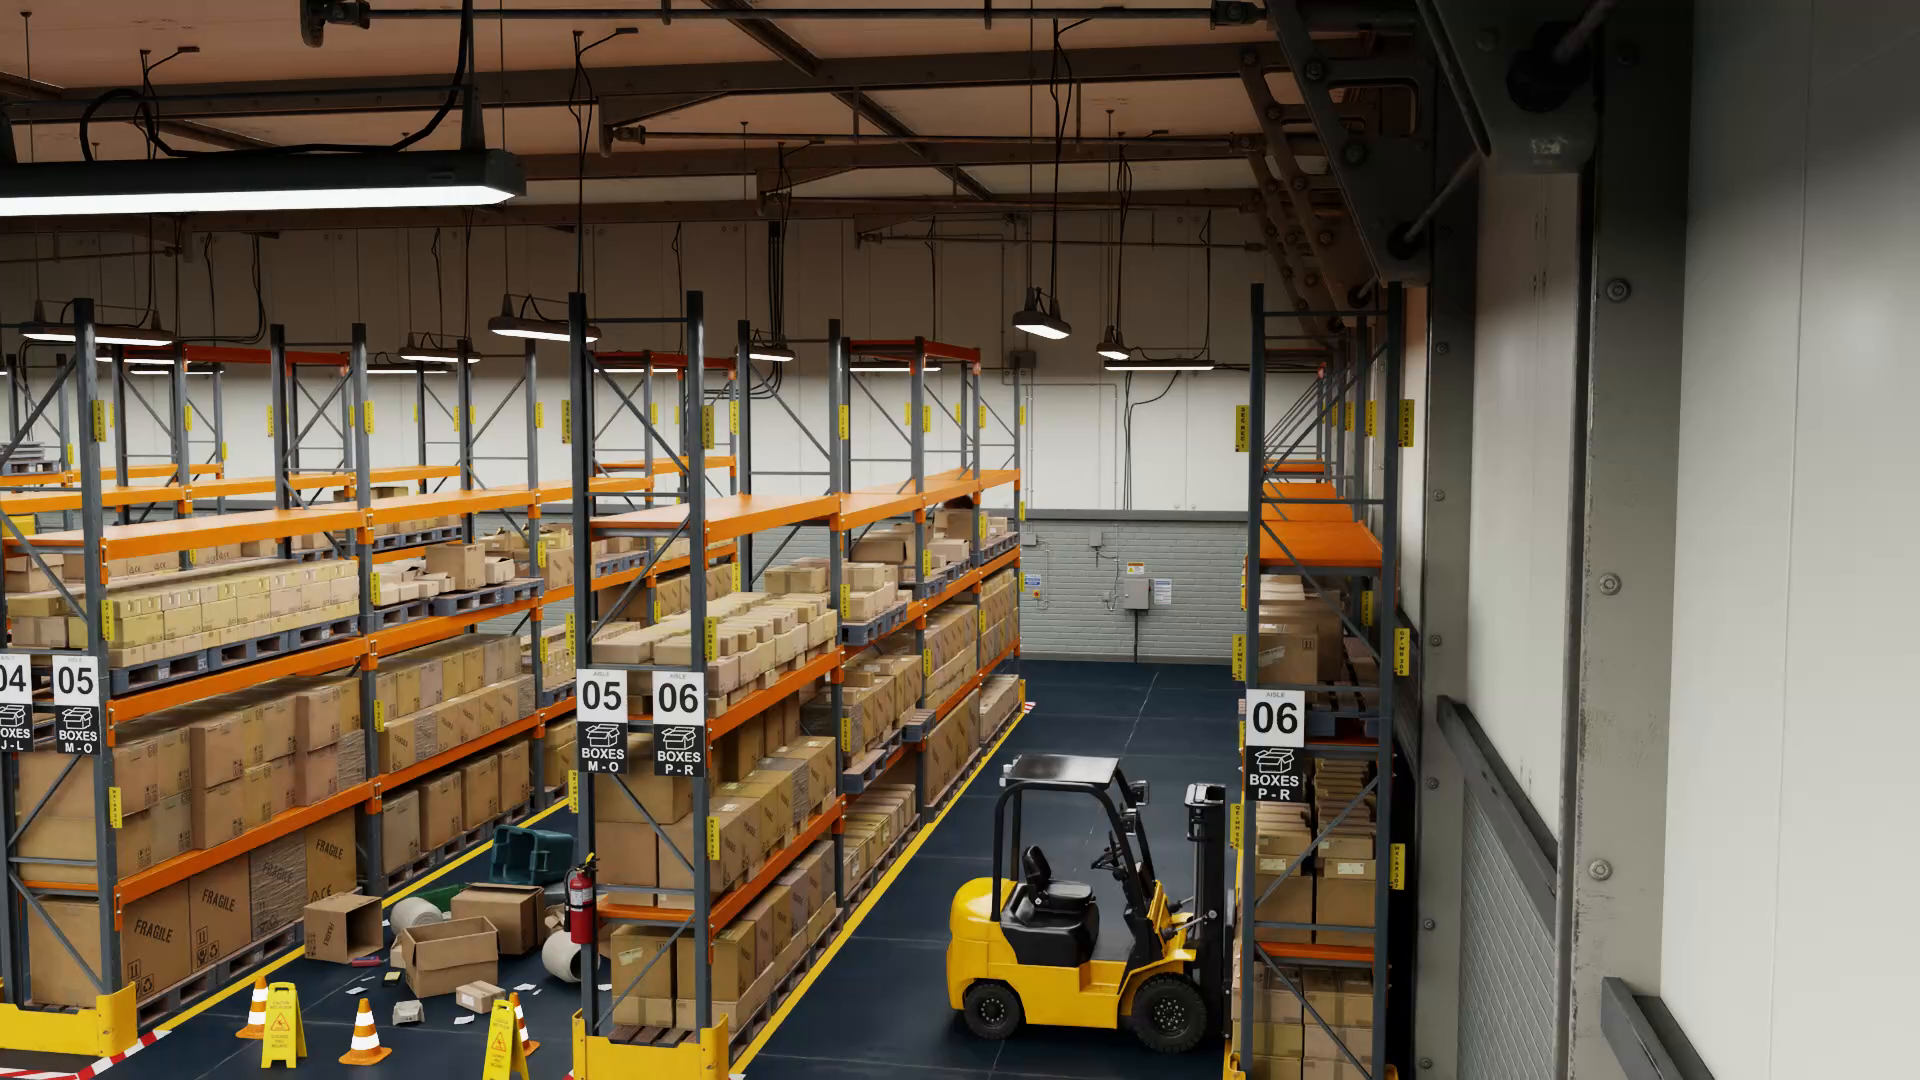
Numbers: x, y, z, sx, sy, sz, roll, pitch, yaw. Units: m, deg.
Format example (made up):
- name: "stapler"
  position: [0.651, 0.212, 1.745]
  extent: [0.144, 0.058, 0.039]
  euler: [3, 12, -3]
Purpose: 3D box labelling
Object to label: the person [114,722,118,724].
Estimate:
- name: "person"
  position: [-9.659, 2.845, 19.042]
  extent: [0.360, 1.607, 0.477]
  euler: [2, 5, 23]
